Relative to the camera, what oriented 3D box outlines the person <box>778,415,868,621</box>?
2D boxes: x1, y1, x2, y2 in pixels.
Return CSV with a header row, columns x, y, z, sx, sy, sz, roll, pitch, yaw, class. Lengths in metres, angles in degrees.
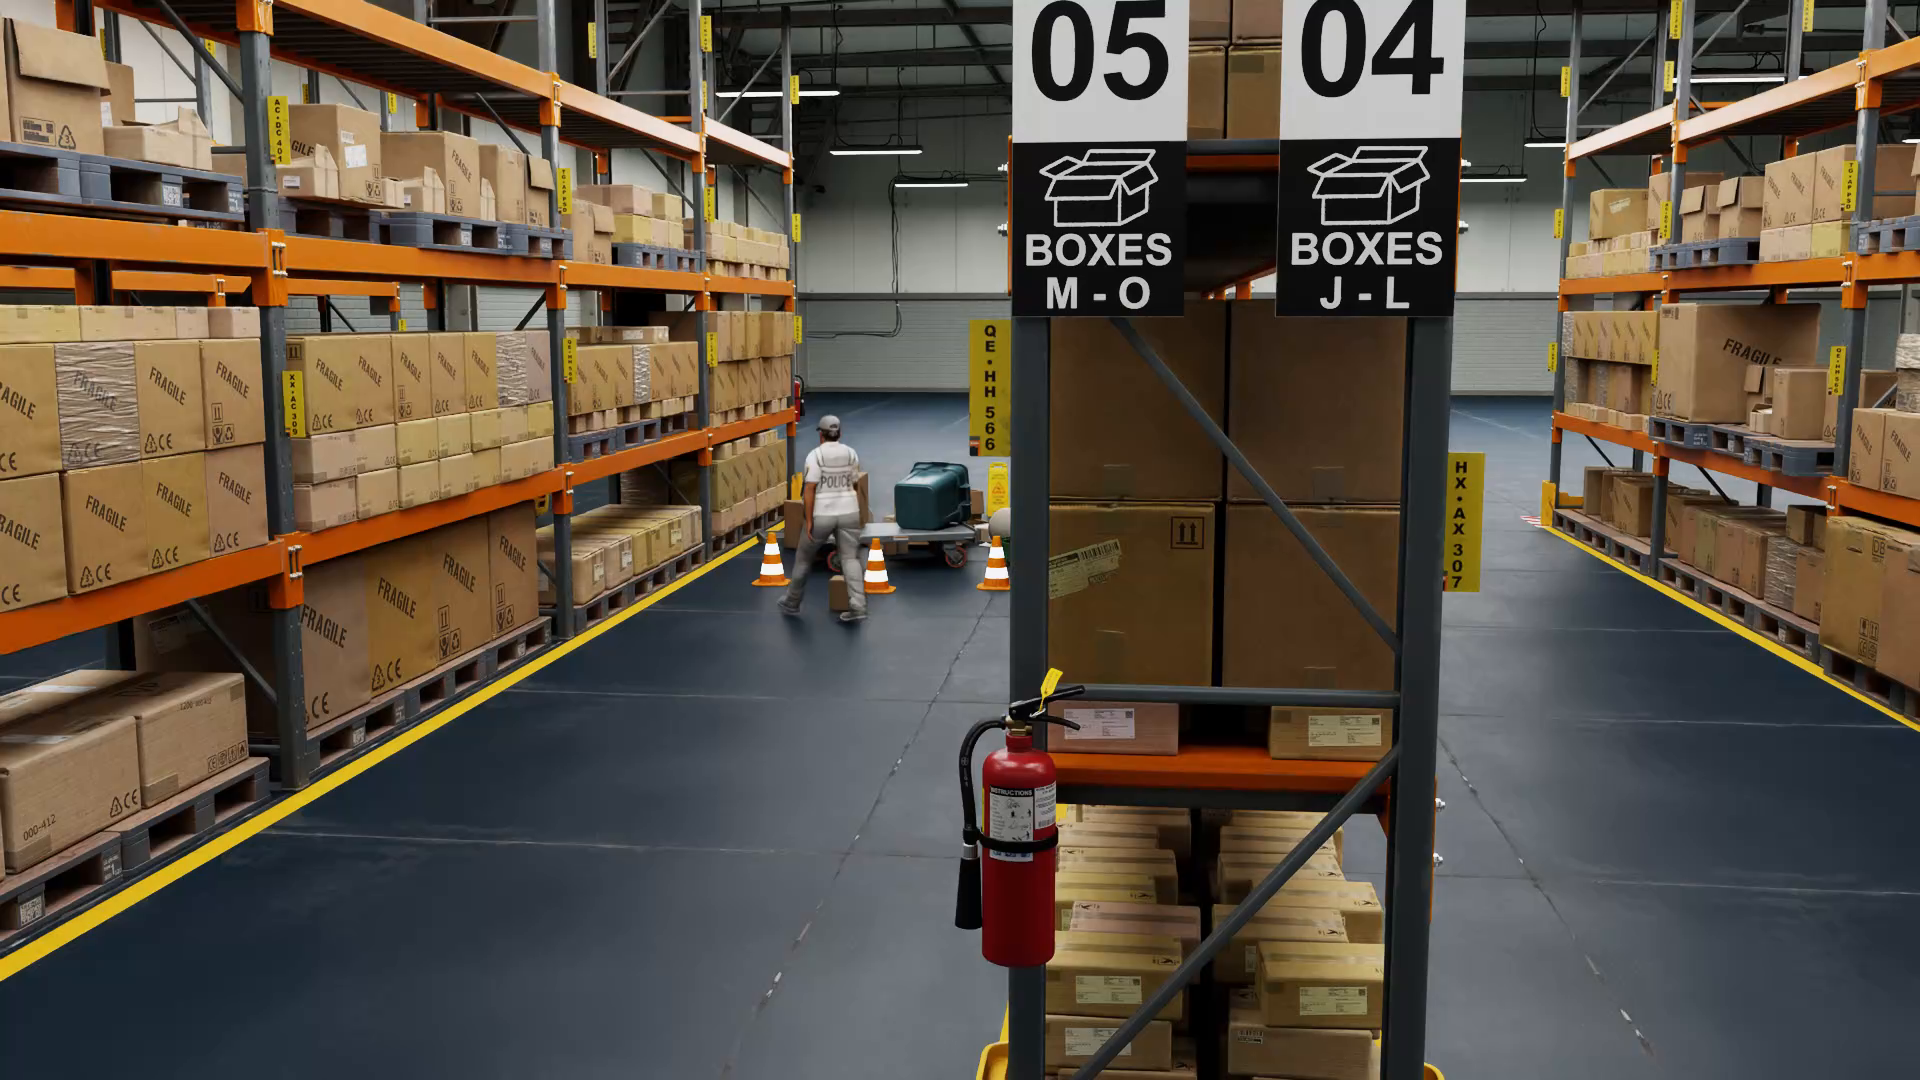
x,y,z,sx,sy,sz,roll,pitch,yaw,class
-1.078,-0.192,13.228,0.556,1.611,0.941,-3,8,-21,person
